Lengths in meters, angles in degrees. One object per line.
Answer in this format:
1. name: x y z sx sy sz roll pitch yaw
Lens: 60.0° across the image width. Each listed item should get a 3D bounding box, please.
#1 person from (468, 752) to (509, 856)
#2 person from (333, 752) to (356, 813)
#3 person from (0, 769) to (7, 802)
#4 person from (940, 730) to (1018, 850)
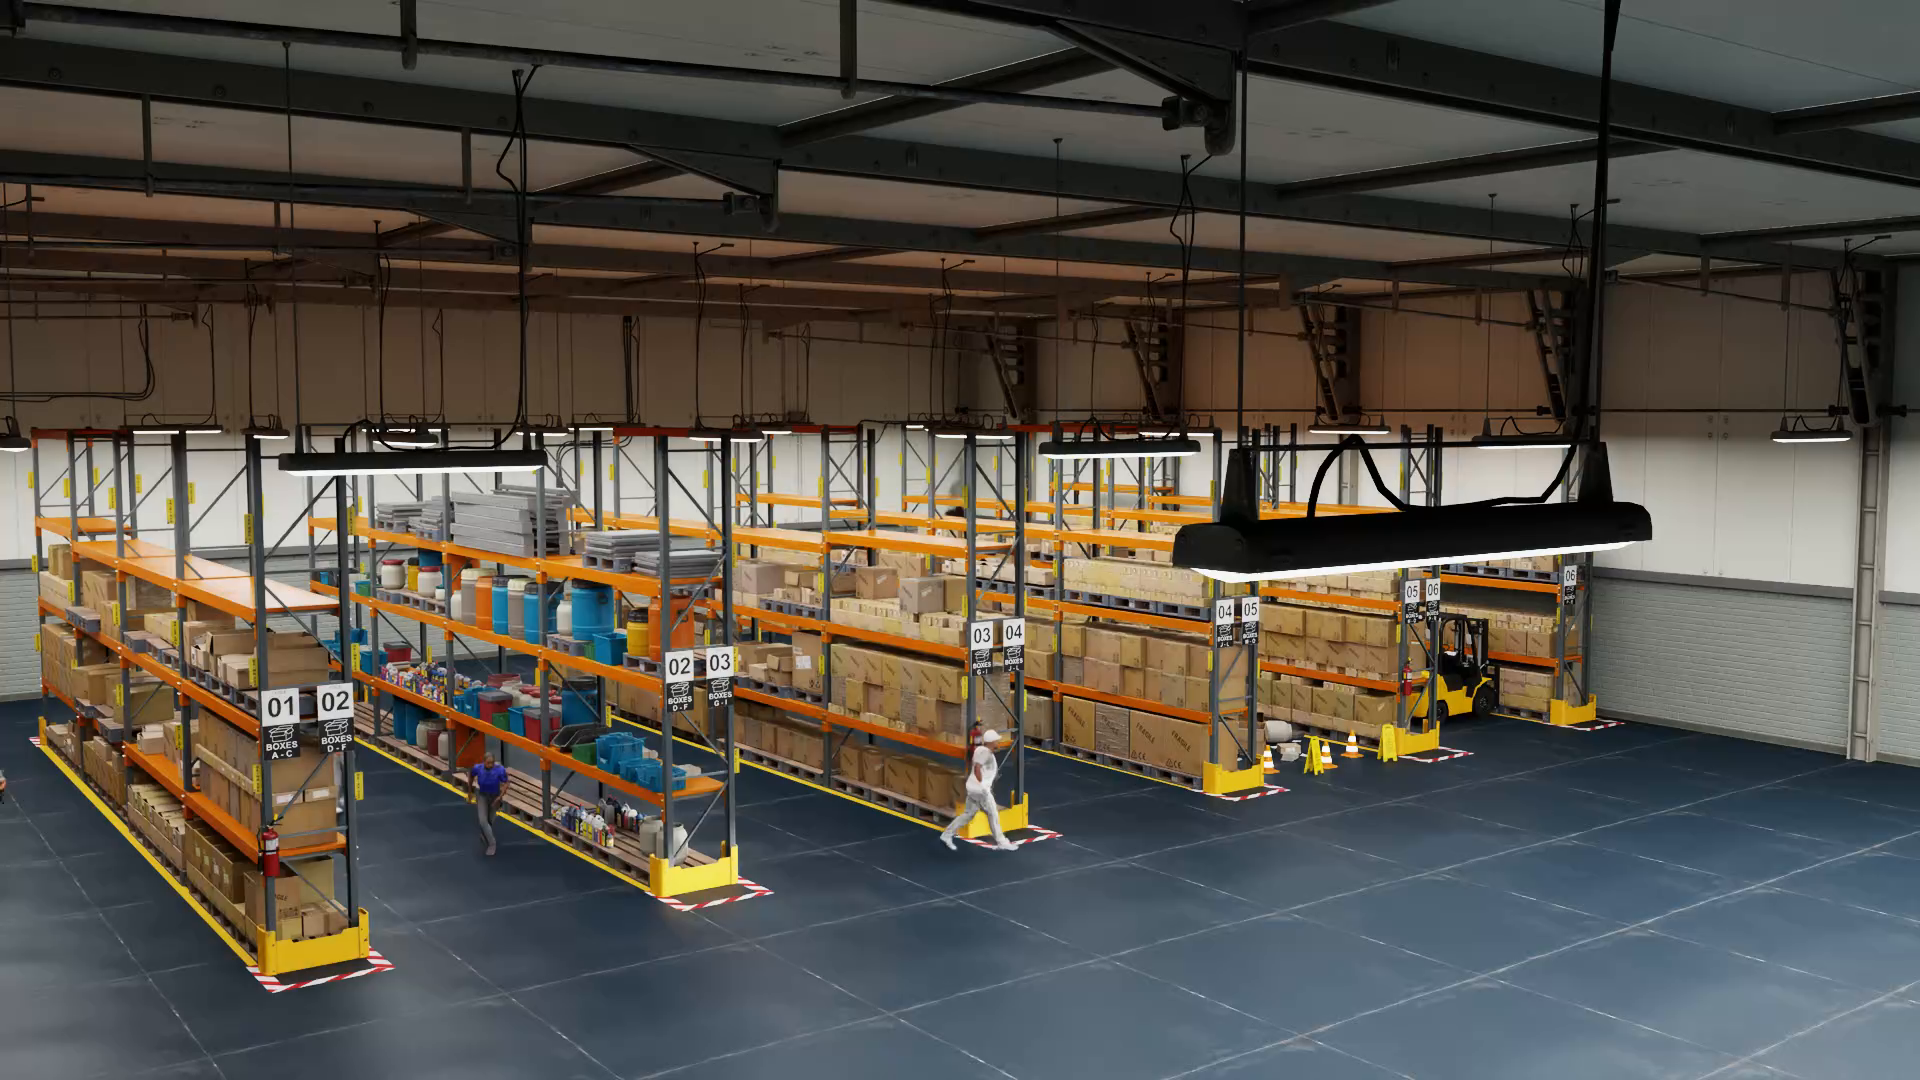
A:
1. person: -6.773 3.737 23.922 0.569 1.448 1.029 -1 5 -15
2. person: -9.719 3.468 26.082 0.552 1.635 0.597 4 6 41
3. person: -13.512 3.720 22.991 0.705 1.724 0.614 4 6 41
4. person: 0.272 3.561 23.610 1.136 1.726 0.697 -1 5 -12
